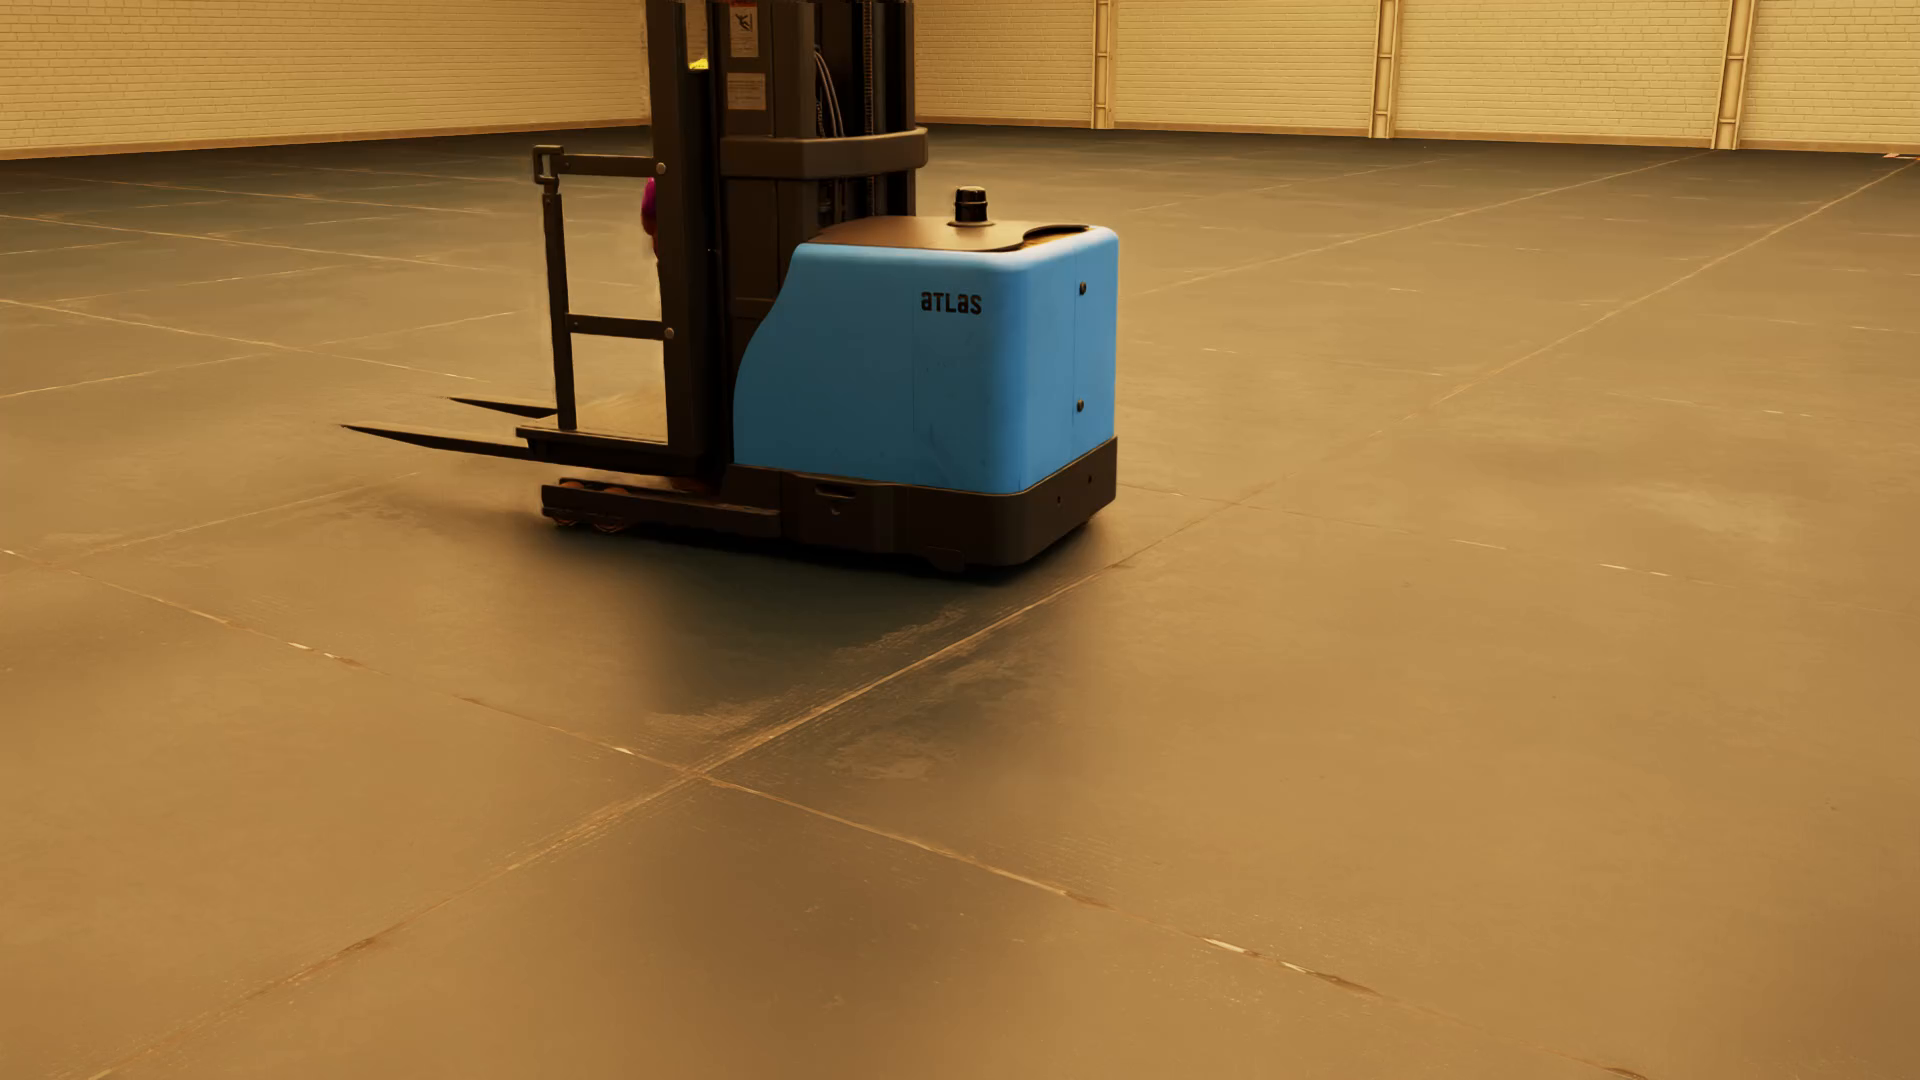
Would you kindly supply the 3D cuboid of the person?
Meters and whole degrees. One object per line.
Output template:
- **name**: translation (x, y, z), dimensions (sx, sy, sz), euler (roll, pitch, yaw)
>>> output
- **person**: translation (-0.879, -1.046, 6.591), dimensions (0.807, 1.653, 0.991), euler (-9, 19, -27)

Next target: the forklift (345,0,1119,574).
- **forklift**: translation (-0.975, -1.558, 6.043), dimensions (3.031, 2.935, 1.130), euler (8, 18, 24)
